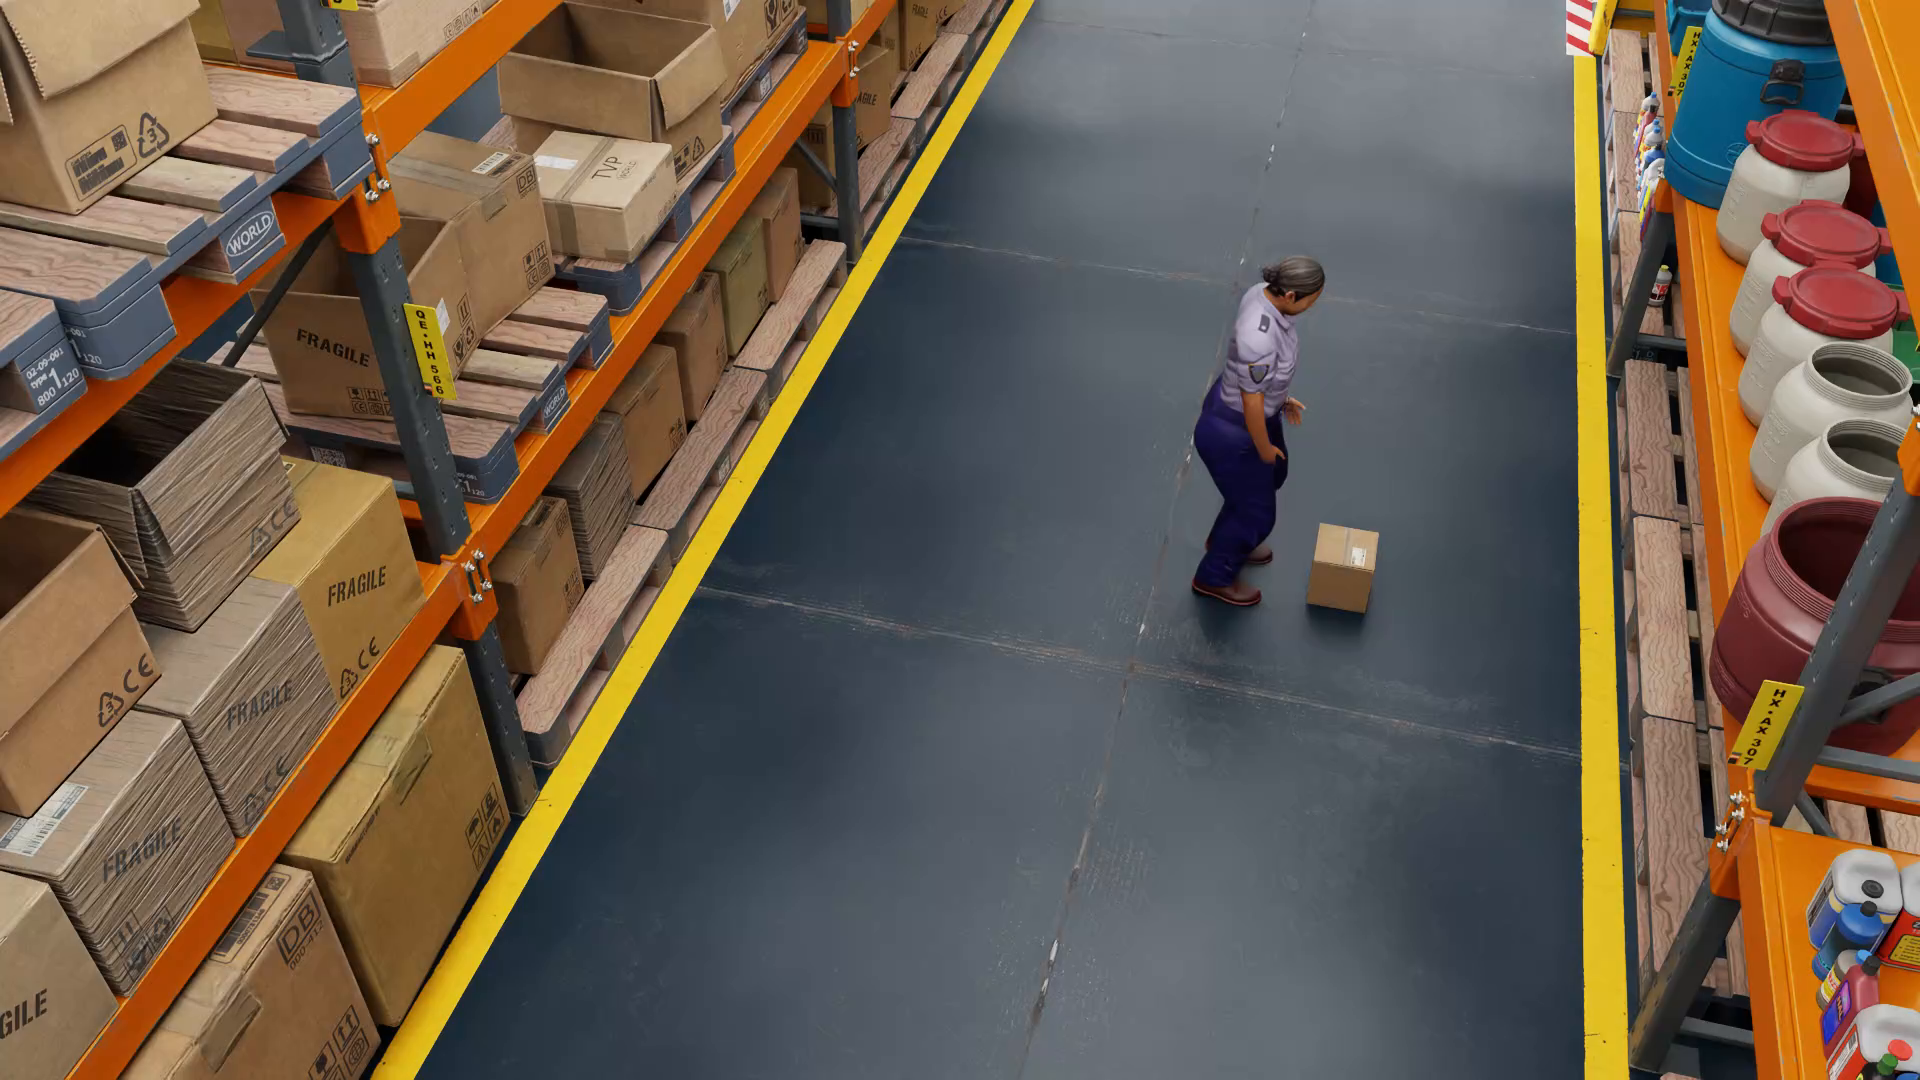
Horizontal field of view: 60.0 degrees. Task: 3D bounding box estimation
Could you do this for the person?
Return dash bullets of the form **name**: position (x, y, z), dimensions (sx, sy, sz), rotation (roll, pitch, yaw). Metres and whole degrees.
- **person**: position (1.225, -0.373, 6.835), dimensions (0.673, 1.340, 0.535), rotation (10, 42, 11)
